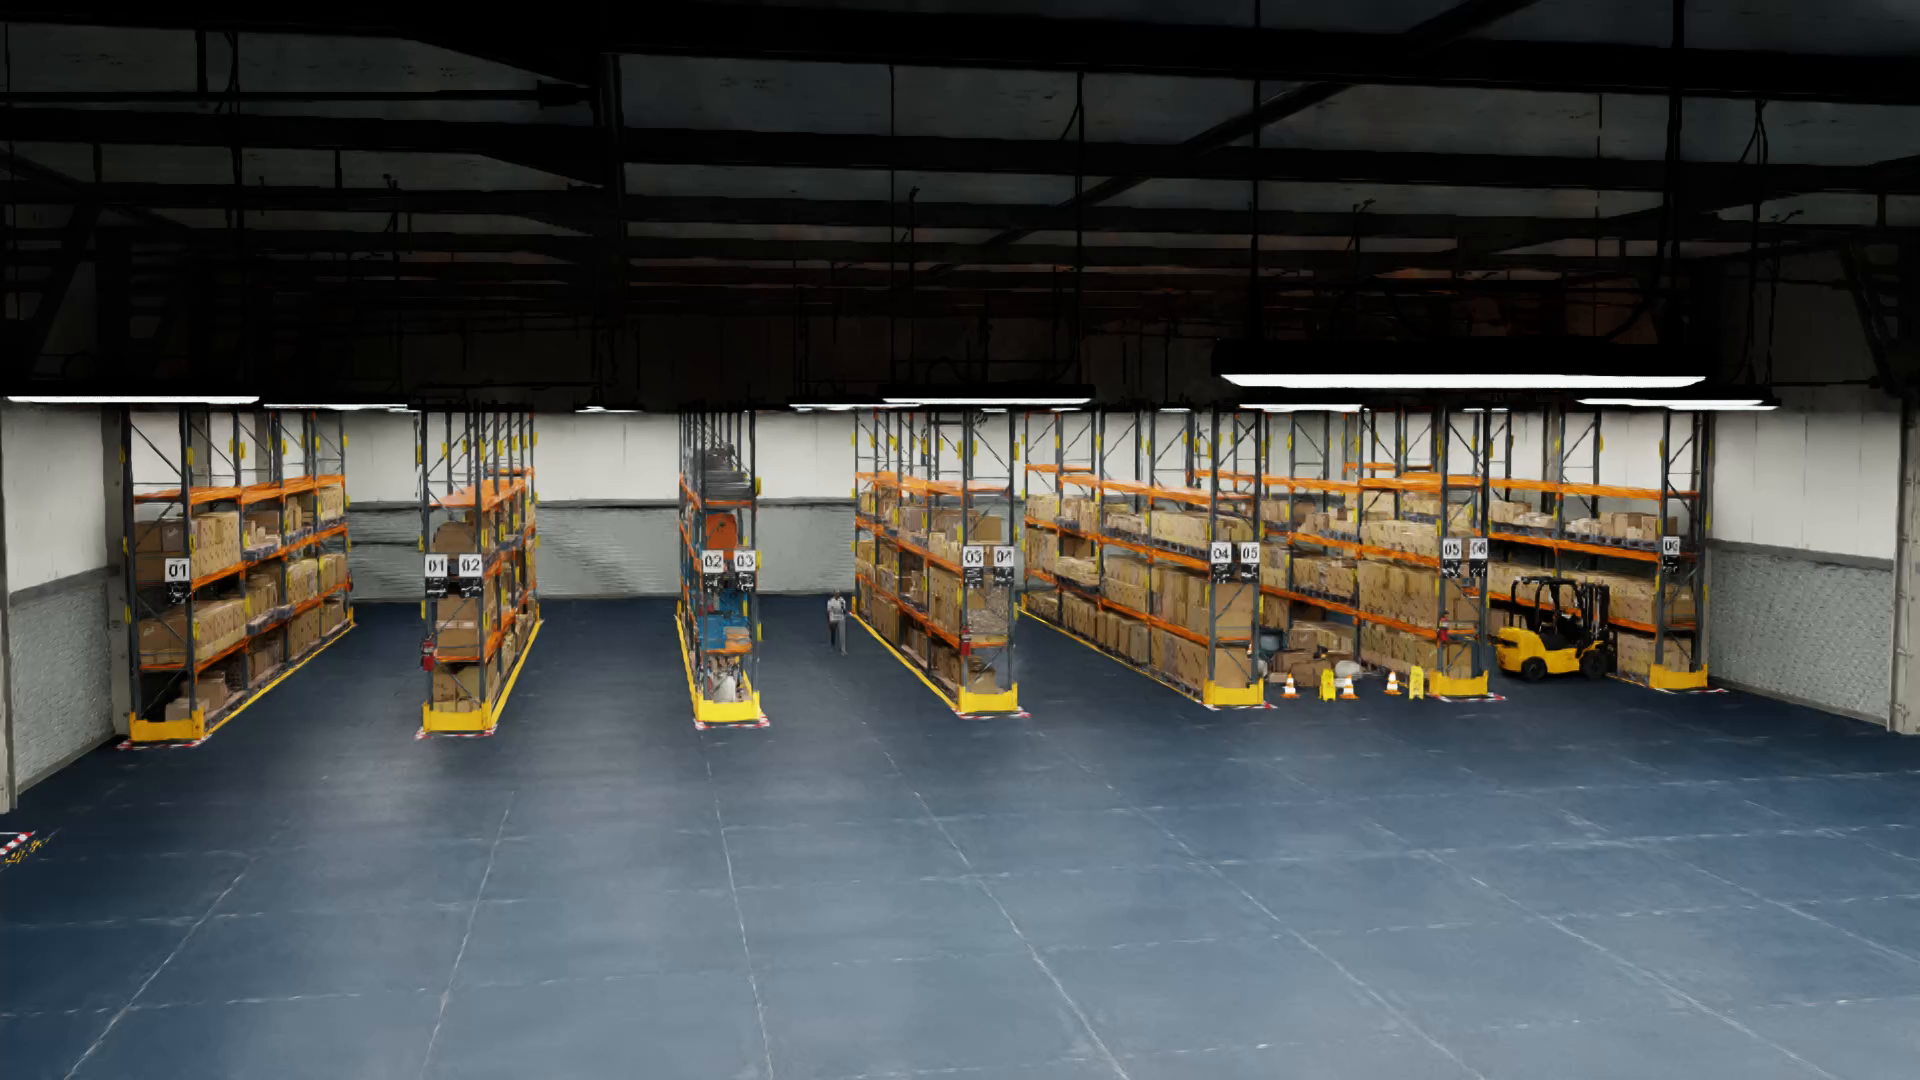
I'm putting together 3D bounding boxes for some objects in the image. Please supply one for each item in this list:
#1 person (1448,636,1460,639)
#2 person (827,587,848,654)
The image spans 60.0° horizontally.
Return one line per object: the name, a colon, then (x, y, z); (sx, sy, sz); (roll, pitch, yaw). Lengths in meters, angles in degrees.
person: (11.148, 2.068, 37.701); (0.399, 1.602, 0.469); (-4, 6, -42)
person: (-2.943, 1.908, 39.761); (0.457, 1.586, 1.075); (-1, 4, -9)
